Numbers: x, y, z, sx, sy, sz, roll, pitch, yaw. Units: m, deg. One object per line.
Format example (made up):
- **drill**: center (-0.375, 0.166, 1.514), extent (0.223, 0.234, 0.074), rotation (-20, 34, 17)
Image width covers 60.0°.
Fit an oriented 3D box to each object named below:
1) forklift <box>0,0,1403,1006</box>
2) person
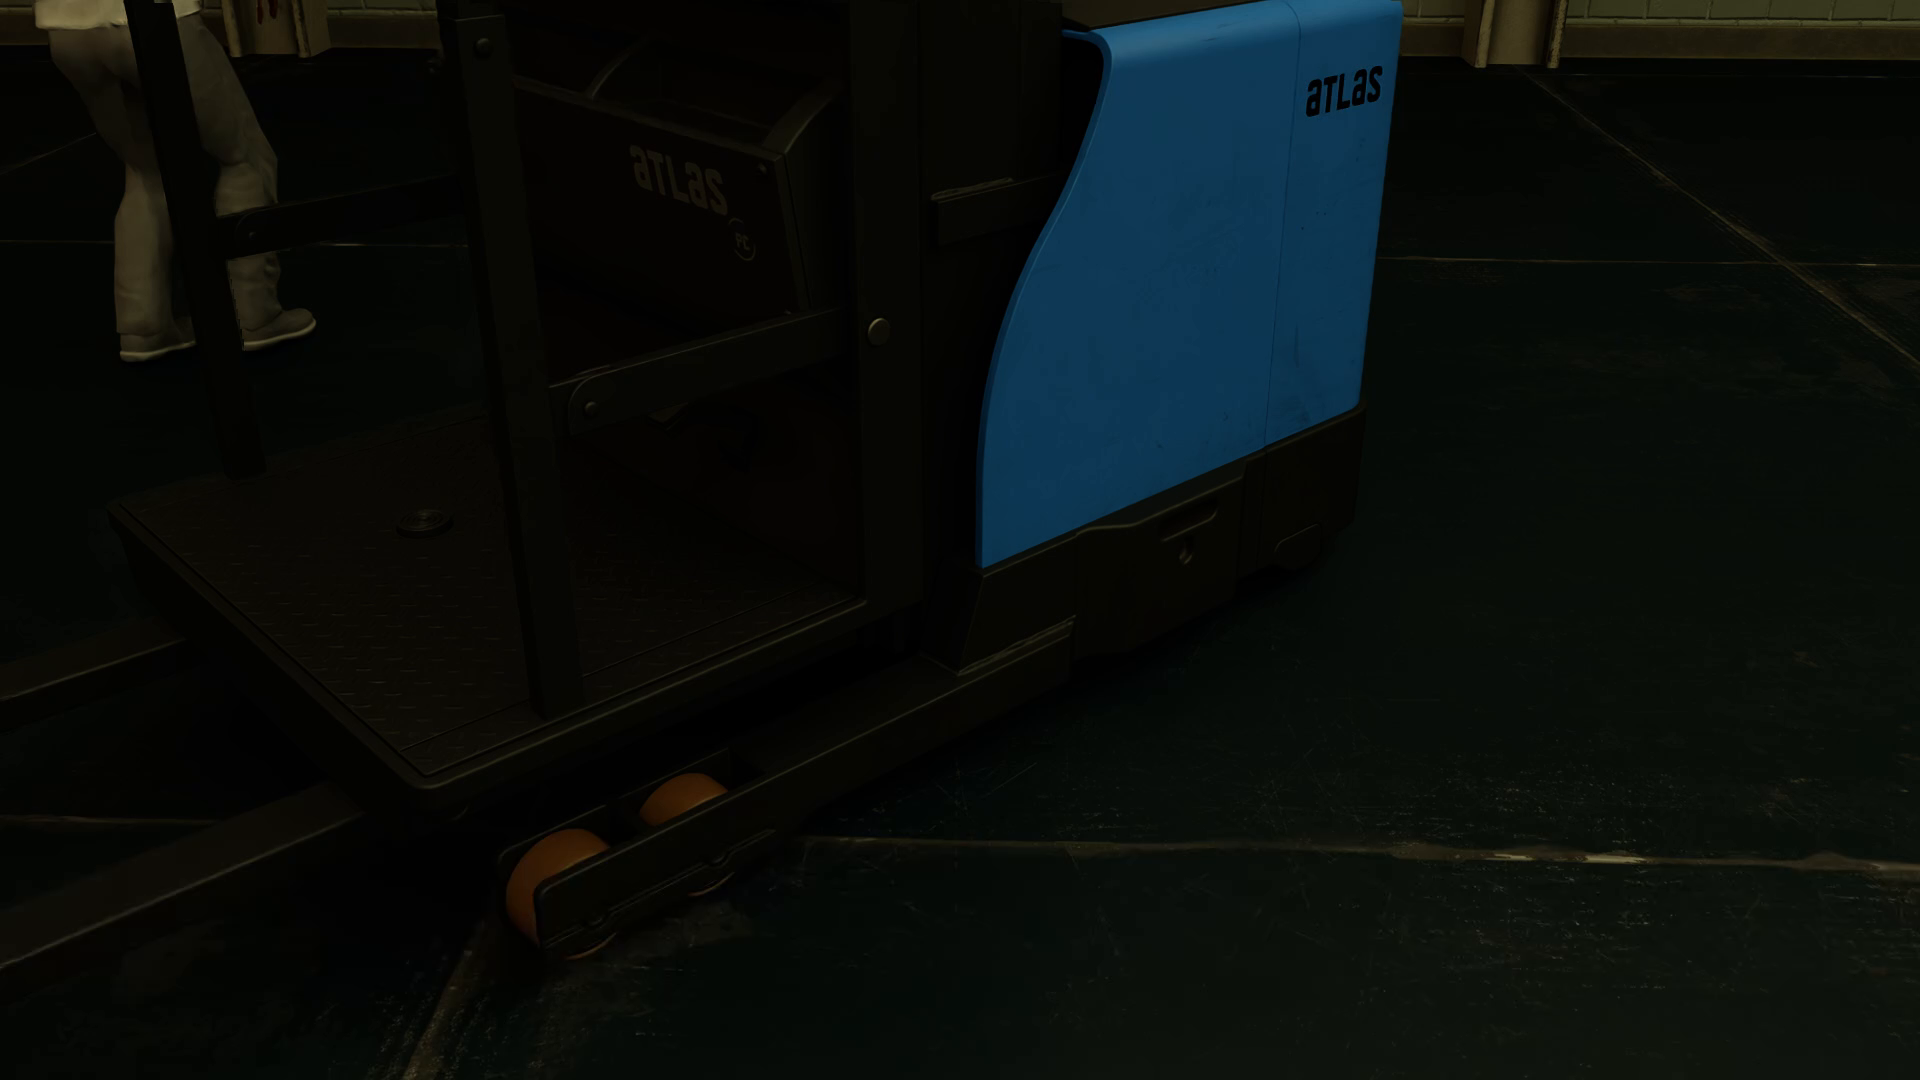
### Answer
- **forklift**: center (-0.646, -1.020, 2.087), extent (3.031, 2.935, 1.130), rotation (-22, 34, -38)
- **person**: center (-1.977, -1.235, 4.017), extent (0.661, 1.633, 0.489), rotation (12, 29, 23)
